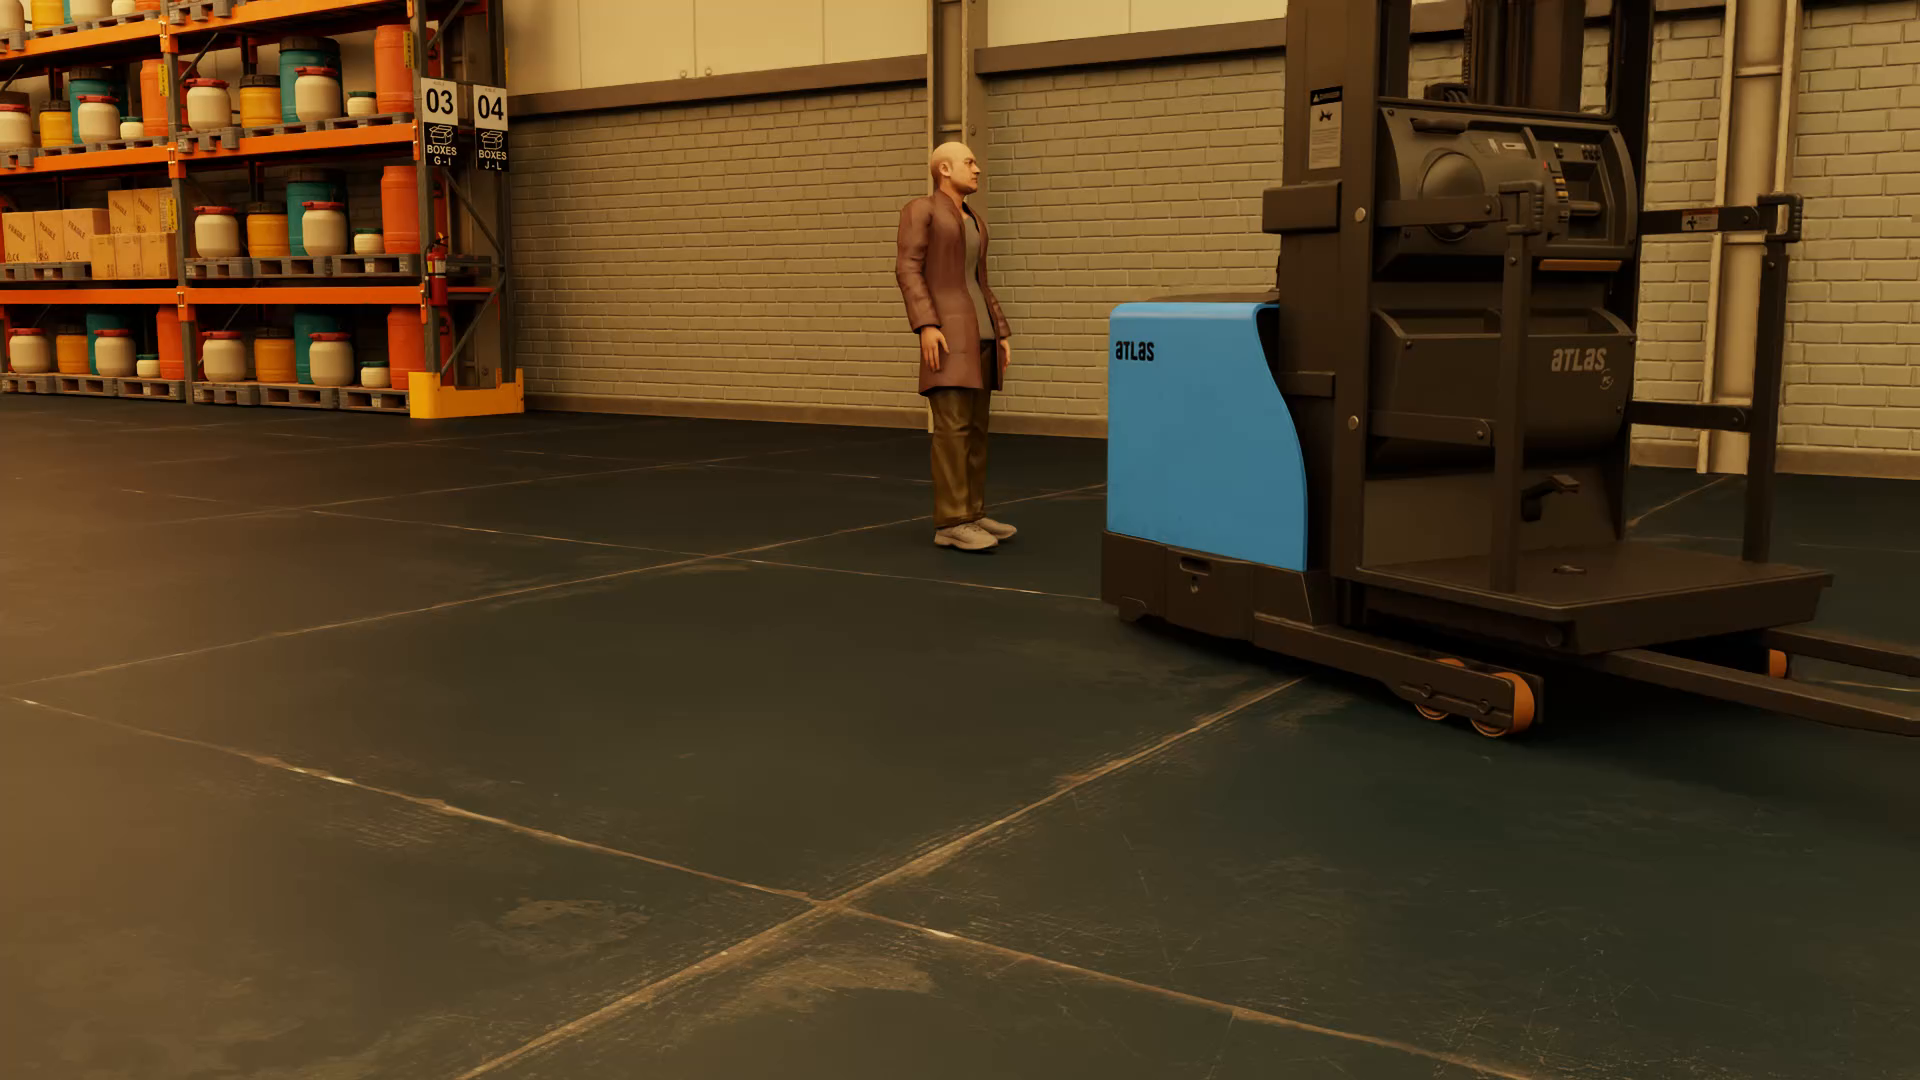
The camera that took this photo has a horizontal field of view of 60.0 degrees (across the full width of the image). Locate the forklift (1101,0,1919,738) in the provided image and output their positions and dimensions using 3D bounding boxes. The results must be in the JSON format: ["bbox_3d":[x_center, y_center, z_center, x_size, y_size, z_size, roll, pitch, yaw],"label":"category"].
[{"bbox_3d":[1.645,-1.031,4.446,1.130,2.935,3.031,-5,9,-29],"label":"forklift"}]

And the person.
[{"bbox_3d":[0.072,-0.879,7.423,0.582,1.775,0.696,5,10,34],"label":"person"}]
